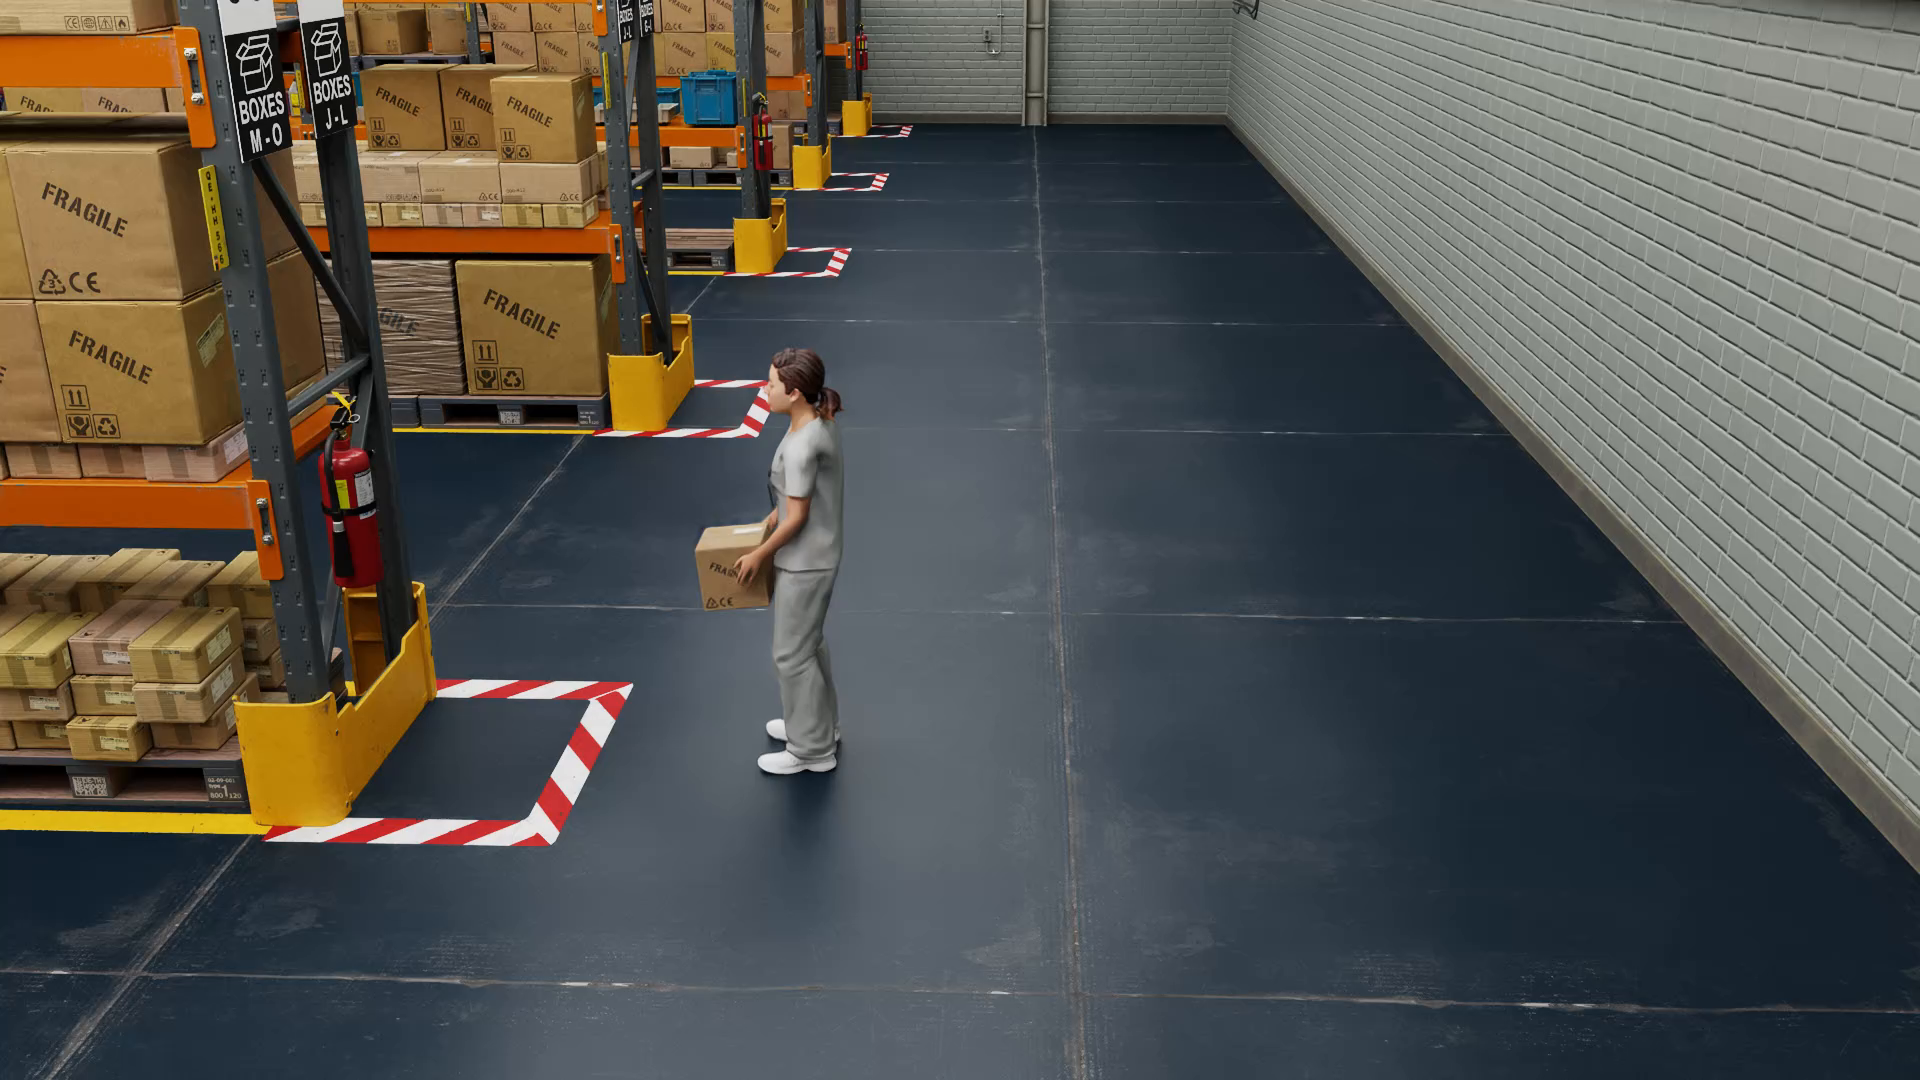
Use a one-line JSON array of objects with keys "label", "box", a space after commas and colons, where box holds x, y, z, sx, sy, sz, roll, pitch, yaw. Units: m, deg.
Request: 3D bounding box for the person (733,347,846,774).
[{"label": "person", "box": [-0.634, 0.082, 6.362, 0.429, 1.676, 0.466, 0, 21, 1]}]
